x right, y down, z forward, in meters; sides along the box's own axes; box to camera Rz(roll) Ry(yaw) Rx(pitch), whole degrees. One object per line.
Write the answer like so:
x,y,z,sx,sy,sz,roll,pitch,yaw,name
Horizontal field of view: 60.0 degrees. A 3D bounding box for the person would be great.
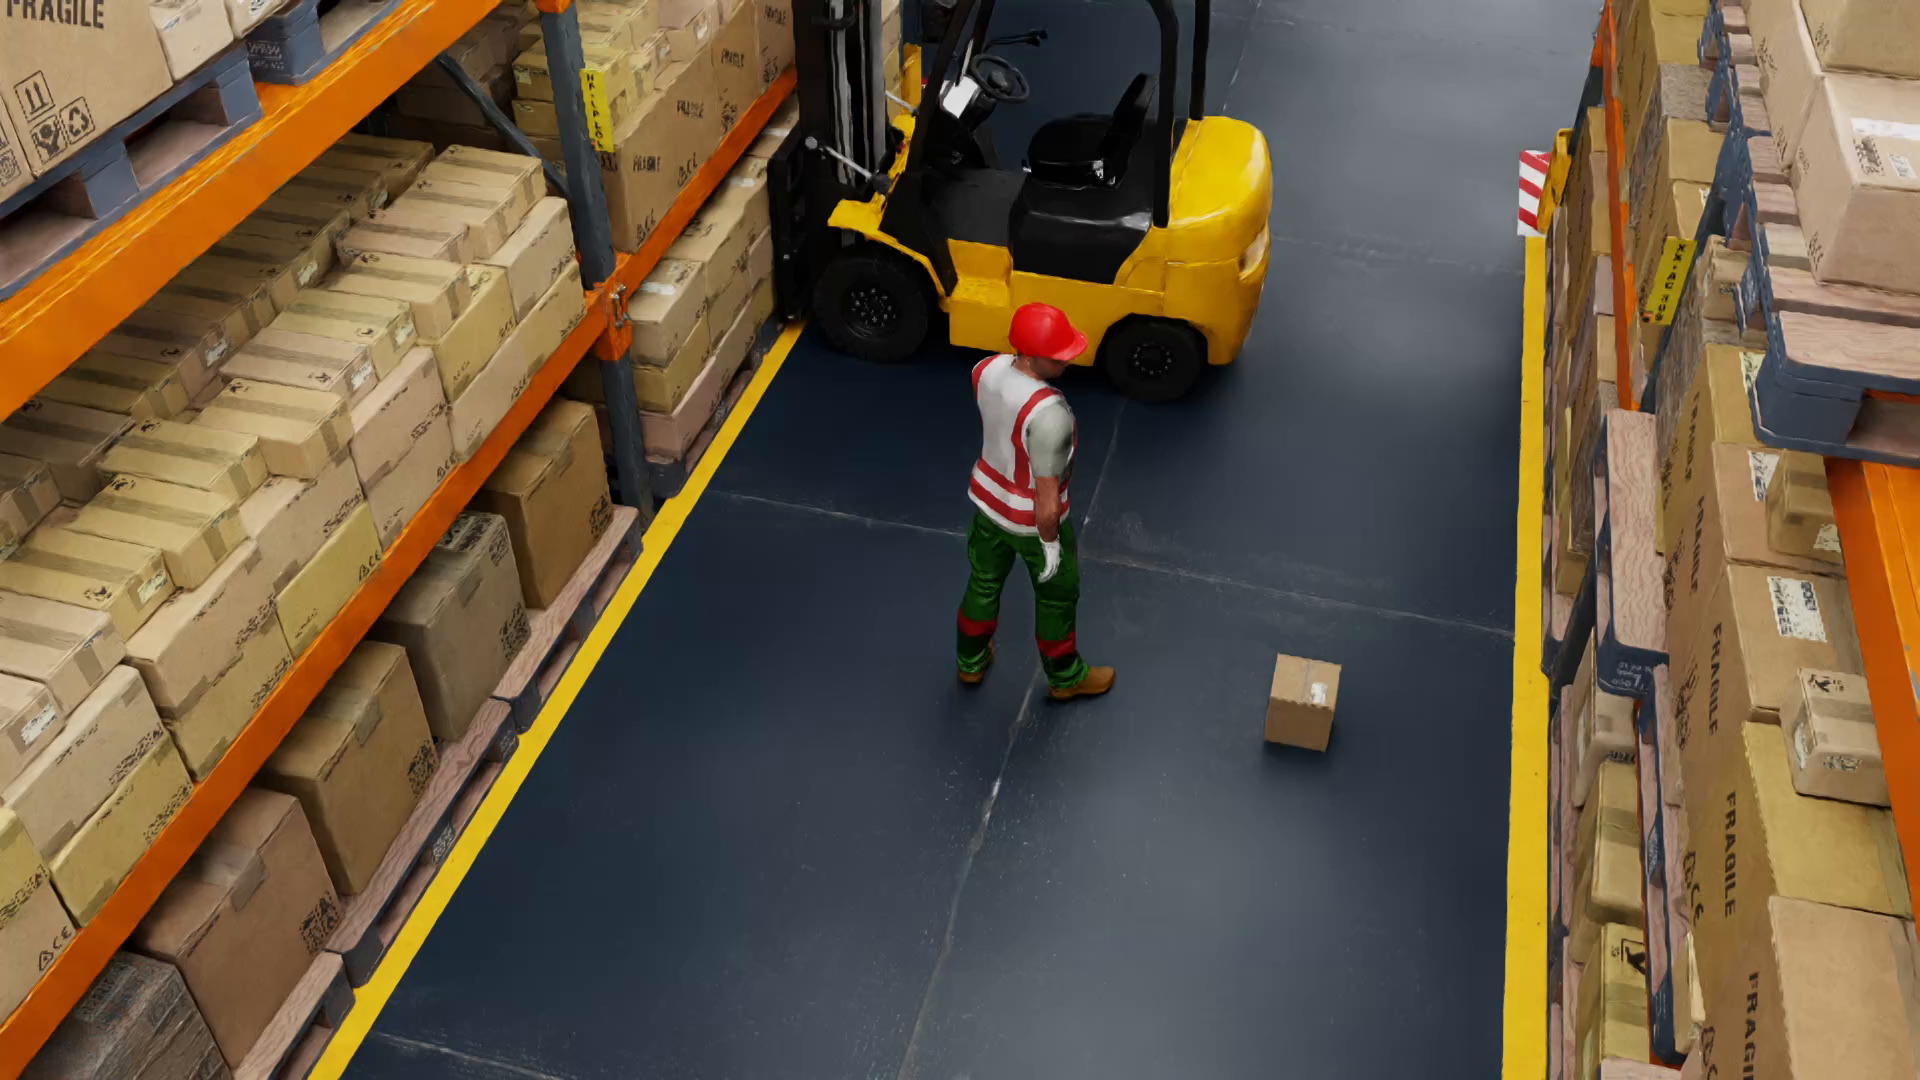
0.273,-0.141,6.269,0.528,1.794,0.596,-28,48,-29,person
